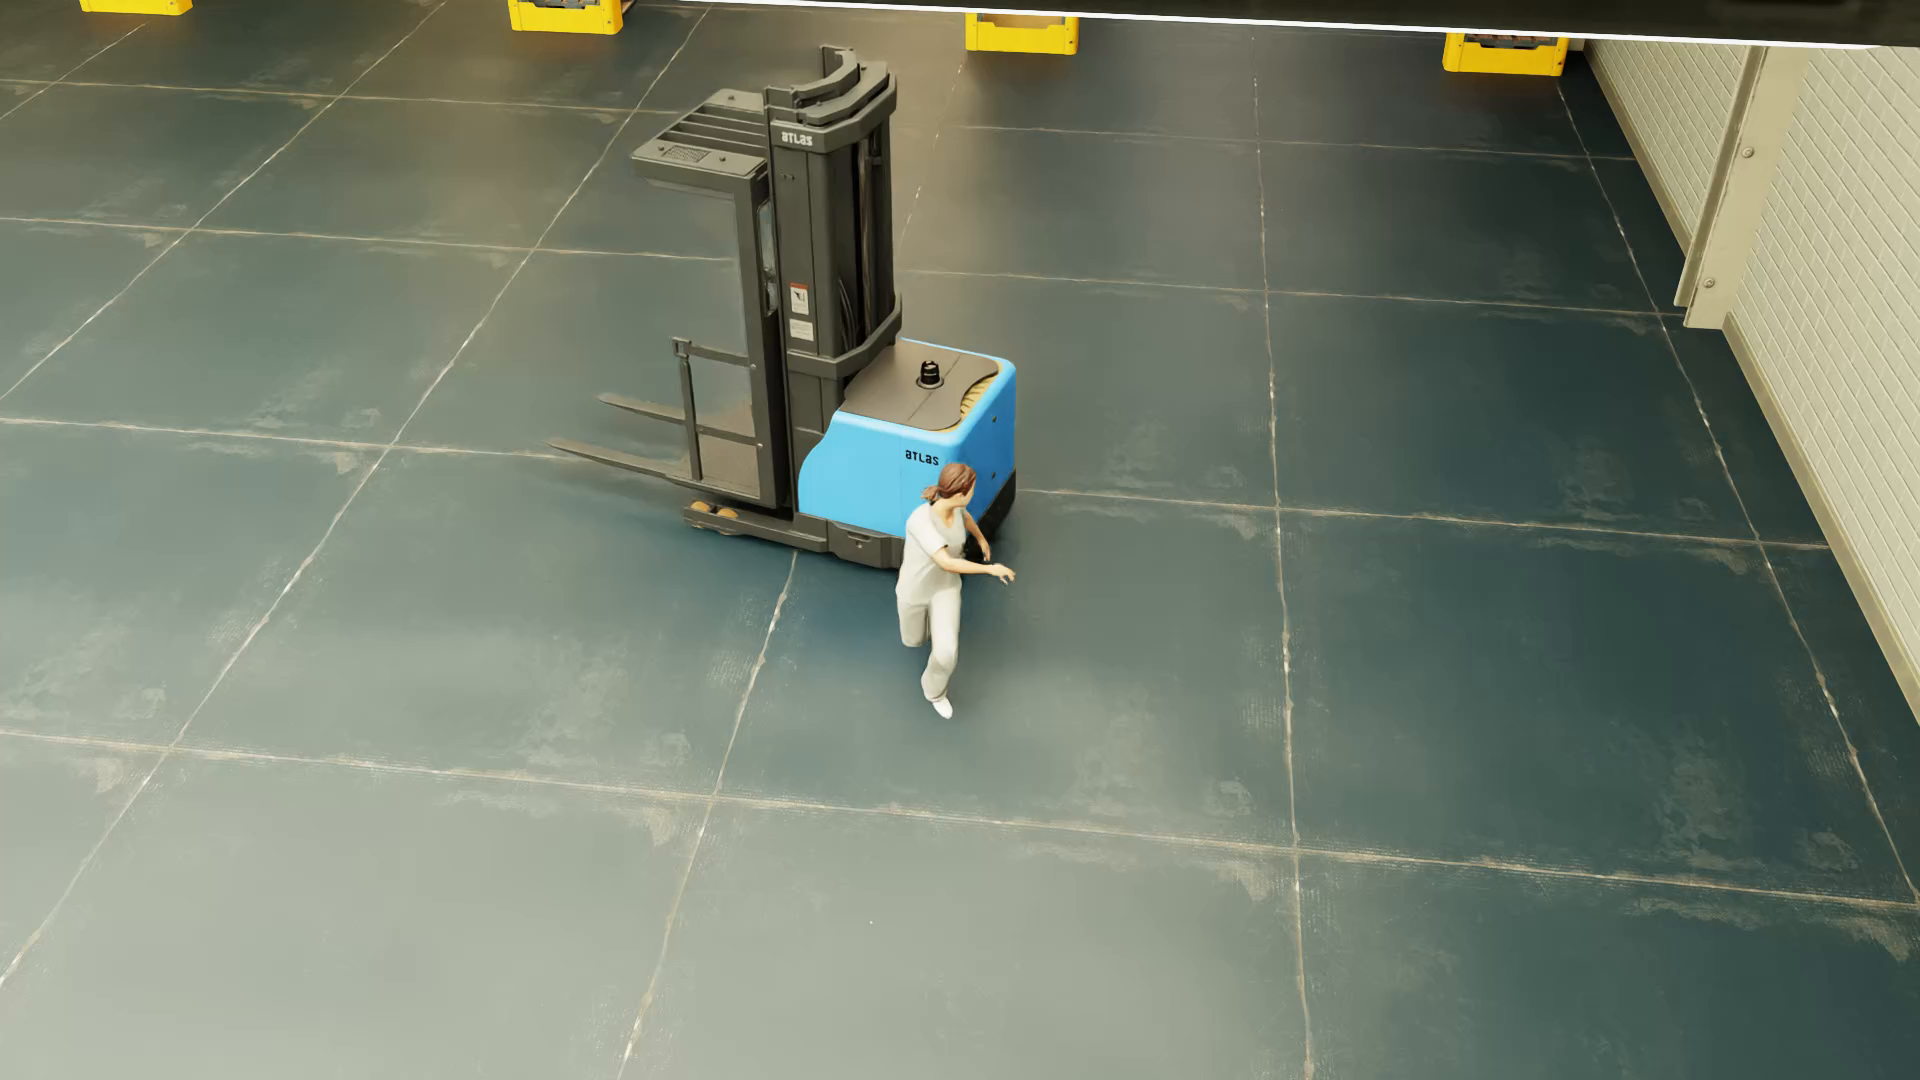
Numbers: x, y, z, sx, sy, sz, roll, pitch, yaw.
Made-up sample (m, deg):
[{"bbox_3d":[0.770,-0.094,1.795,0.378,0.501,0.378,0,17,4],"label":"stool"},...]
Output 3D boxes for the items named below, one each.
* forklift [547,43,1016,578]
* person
[{"bbox_3d":[-1.210,-1.486,10.045,3.031,2.935,1.130,14,39,18],"label":"forklift"},{"bbox_3d":[-0.064,0.180,9.105,0.608,1.446,0.919,-8,37,-10],"label":"person"}]
